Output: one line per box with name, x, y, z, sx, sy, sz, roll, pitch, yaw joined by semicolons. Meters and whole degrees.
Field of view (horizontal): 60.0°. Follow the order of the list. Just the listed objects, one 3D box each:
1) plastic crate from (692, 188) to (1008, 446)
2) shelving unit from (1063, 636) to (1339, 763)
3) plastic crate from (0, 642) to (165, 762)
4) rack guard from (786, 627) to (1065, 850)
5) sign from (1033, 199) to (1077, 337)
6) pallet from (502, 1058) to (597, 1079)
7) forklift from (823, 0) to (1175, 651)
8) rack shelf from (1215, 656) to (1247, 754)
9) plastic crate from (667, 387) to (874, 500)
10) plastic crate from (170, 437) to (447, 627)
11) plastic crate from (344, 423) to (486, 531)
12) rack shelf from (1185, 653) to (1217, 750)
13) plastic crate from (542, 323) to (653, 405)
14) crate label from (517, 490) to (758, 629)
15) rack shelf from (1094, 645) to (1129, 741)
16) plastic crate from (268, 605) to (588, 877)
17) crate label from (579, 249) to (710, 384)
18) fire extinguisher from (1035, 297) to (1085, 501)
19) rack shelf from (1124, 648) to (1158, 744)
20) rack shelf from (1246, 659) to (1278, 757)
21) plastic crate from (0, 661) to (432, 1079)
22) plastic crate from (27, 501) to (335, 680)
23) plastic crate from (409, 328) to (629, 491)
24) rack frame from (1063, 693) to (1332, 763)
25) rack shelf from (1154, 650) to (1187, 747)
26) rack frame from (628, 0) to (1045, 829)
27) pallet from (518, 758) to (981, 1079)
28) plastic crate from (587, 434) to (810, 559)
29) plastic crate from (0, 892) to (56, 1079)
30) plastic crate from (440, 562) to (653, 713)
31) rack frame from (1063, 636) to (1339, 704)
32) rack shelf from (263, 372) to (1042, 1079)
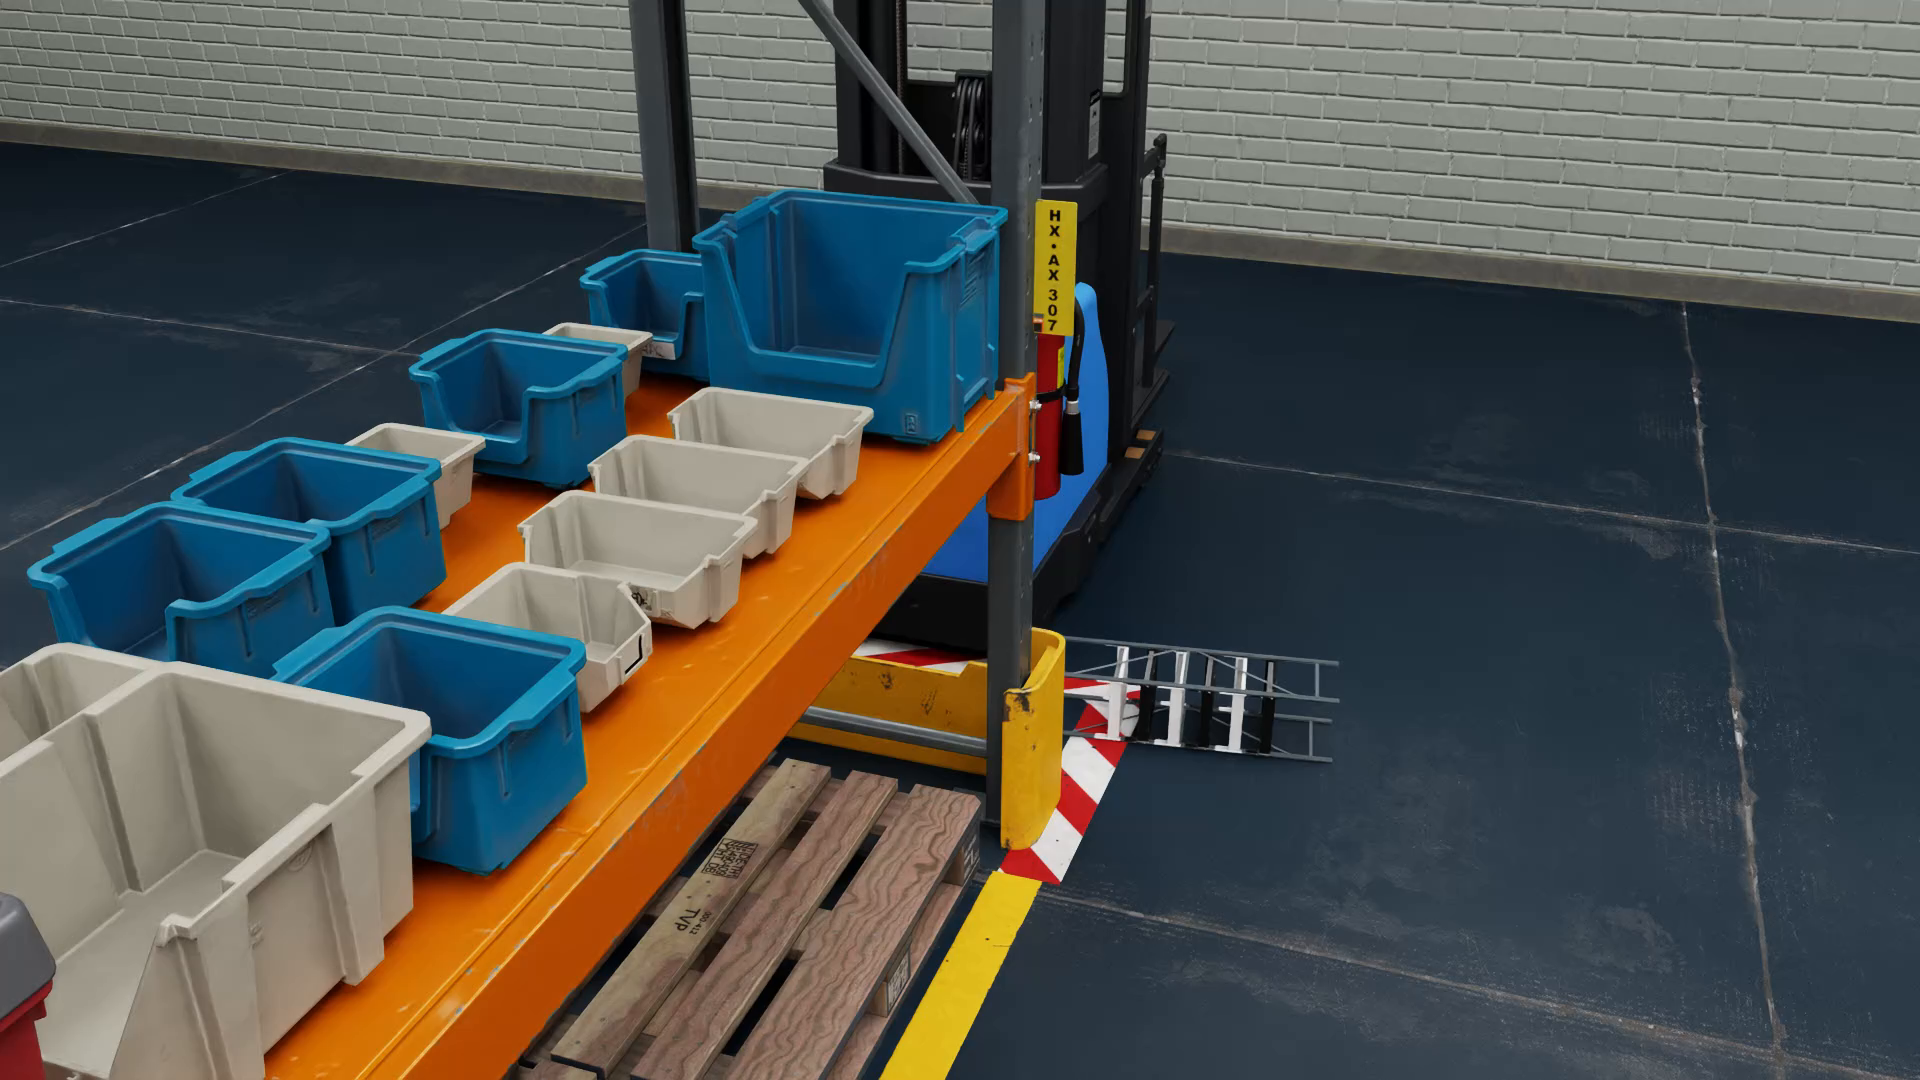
plastic crate;-0.234;-0.522;3.777;0.616;0.435;0.499;9;27;17
shelving unit;0.675;0.474;5.024;0.900;0.210;0.258;5;26;10
plastic crate;-1.334;0.332;2.356;0.293;0.136;0.466;9;27;17
rack guard;-0.303;0.469;4.707;1.175;0.500;0.348;9;27;17
sign;0.225;-0.644;3.952;0.100;0.325;0.005;9;27;17
pallet;-1.017;1.444;3.025;1.003;0.211;1.213;9;27;17
forklift;0.203;-1.577;6.144;1.130;2.935;3.031;9;27;17
rack shelf;0.819;0.486;4.999;0.077;0.200;0.258;5;26;10
plastic crate;-0.399;-0.191;3.436;0.396;0.136;0.243;9;27;17
plastic crate;-1.130;-0.001;2.933;0.416;0.233;0.300;9;27;17
plastic crate;-1.102;-0.100;3.248;0.250;0.136;0.298;9;27;17
rack shelf;0.731;0.479;5.014;0.077;0.200;0.258;5;26;10
plastic crate;-0.876;-0.379;3.824;0.250;0.136;0.298;9;27;17
crate label;-0.579;0.044;2.951;0.396;0.136;0.243;9;27;17
rack shelf;0.466;0.456;5.060;0.077;0.200;0.258;5;26;10
plastic crate;-0.740;0.285;2.342;0.416;0.233;0.300;9;27;17
crate label;-0.691;-0.542;4.051;0.416;0.233;0.303;9;27;17
fire extinguisher;0.180;-0.438;4.228;0.296;0.674;0.183;9;27;17
rack shelf;0.554;0.464;5.045;0.077;0.200;0.258;5;26;10
rack shelf;0.907;0.494;4.983;0.077;0.200;0.258;5;26;10
plastic crate;-0.948;0.425;1.997;0.437;0.282;0.530;9;27;17
plastic crate;-1.229;0.122;2.678;0.416;0.233;0.300;9;27;17
plastic crate;-0.910;-0.271;3.492;0.416;0.233;0.300;9;27;17
rack frame;0.675;0.566;5.068;0.900;0.006;0.240;5;26;10
rack shelf;0.642;0.471;5.029;0.077;0.200;0.258;5;26;10
rack frame;-0.299;-0.644;4.138;1.000;3.000;0.127;9;27;17
pallet;-0.610;0.944;4.057;1.003;0.211;1.213;9;27;17
plastic crate;-0.509;-0.074;3.195;0.396;0.136;0.243;9;27;17
plastic crate;-1.096;0.613;1.399;0.402;0.464;0.583;9;27;17
plastic crate;-0.660;0.168;2.694;0.298;0.136;0.250;9;27;17
rack frame;0.675;0.383;4.979;0.900;0.006;0.240;5;26;10
rack shelf;-0.964;0.502;2.597;1.077;0.370;4.000;9;27;17
